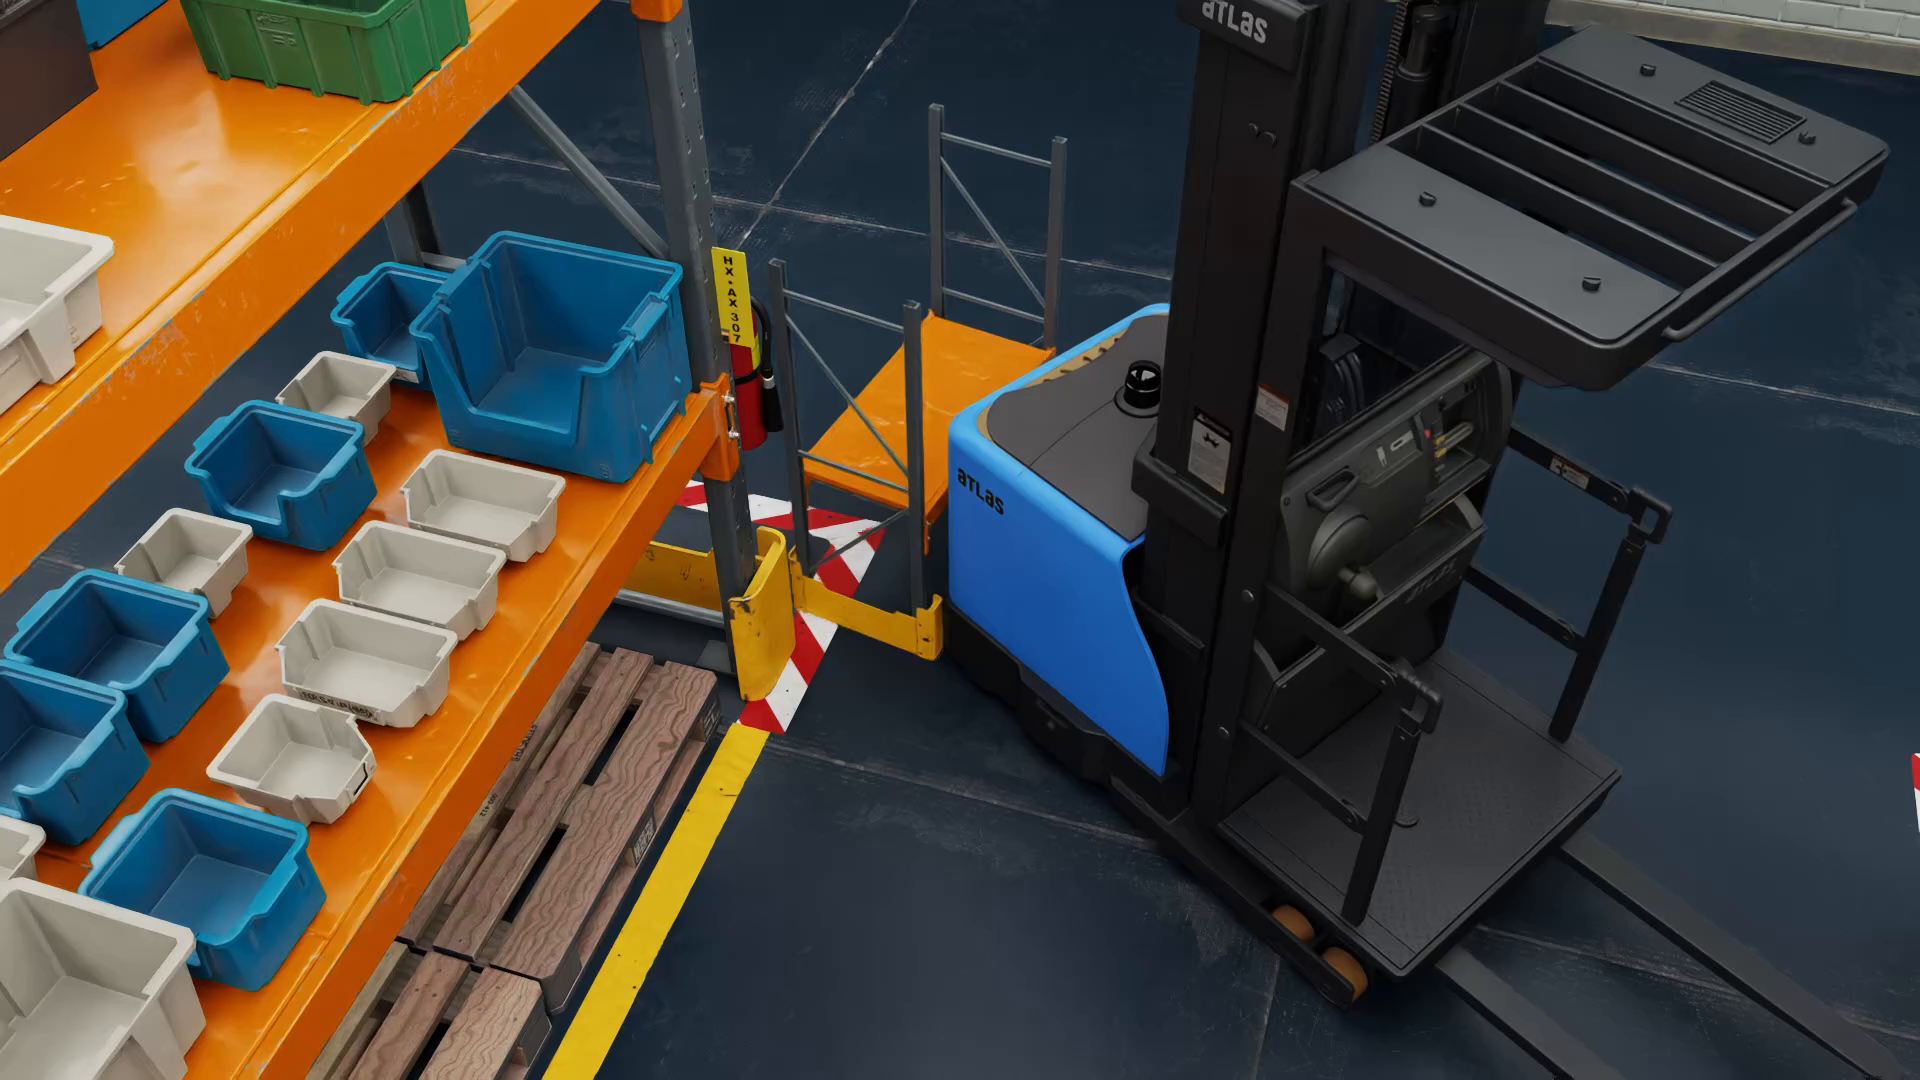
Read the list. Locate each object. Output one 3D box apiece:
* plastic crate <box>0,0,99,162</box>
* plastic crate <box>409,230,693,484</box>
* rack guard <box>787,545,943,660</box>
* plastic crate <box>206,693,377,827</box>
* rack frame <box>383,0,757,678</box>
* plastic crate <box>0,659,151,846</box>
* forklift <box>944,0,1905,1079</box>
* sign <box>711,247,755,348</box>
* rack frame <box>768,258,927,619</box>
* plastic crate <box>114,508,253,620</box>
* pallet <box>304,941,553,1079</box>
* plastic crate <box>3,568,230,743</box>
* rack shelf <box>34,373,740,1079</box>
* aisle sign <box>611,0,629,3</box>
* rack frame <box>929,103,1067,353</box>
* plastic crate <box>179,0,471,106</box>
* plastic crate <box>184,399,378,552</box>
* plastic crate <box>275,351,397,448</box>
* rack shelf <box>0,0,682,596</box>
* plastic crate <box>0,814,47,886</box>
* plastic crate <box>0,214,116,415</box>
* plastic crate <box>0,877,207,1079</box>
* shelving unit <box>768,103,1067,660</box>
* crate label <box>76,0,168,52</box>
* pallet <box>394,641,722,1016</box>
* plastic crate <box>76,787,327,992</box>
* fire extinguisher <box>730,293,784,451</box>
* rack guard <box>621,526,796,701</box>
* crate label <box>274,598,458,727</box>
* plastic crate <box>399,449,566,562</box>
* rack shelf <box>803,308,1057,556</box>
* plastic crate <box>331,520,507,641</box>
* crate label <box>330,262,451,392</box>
[{"bbox_3d":[-1.892,-0.818,2.841,0.504,0.338,0.767,13,46,13],"label":"plastic crate"},{"bbox_3d":[-1.091,-0.499,4.547,0.616,0.435,0.499,13,46,13],"label":"plastic crate"},{"bbox_3d":[-0.334,0.217,5.849,0.587,0.250,0.087,20,48,19],"label":"rack guard"},{"bbox_3d":[-1.476,0.509,3.731,0.298,0.136,0.250,13,46,13],"label":"plastic crate"},{"bbox_3d":[-1.167,-0.728,4.849,1.000,3.000,0.127,13,46,13],"label":"rack frame"},{"bbox_3d":[-2.045,0.483,3.689,0.416,0.233,0.300,13,46,13],"label":"plastic crate"},{"bbox_3d":[1.294,-0.099,4.255,1.130,2.935,3.031,-31,52,-28],"label":"forklift"},{"bbox_3d":[-0.638,-0.681,4.684,0.100,0.325,0.005,13,46,13],"label":"sign"},{"bbox_3d":[-0.342,-0.218,5.400,0.500,1.500,0.032,20,48,19],"label":"rack frame"},{"bbox_3d":[-1.937,0.088,4.161,0.250,0.136,0.298,13,46,13],"label":"plastic crate"},{"bbox_3d":[-1.825,1.621,4.443,1.003,0.211,1.213,13,46,13],"label":"pallet"},{"bbox_3d":[-1.954,0.283,3.893,0.416,0.233,0.300,13,46,13],"label":"plastic crate"},{"bbox_3d":[-1.773,0.862,3.739,1.077,0.370,4.000,13,46,13],"label":"rack shelf"},{"bbox_3d":[-0.866,-1.643,3.926,0.394,0.787,0.004,13,46,13],"label":"aisle sign"},{"bbox_3d":[0.123,-0.850,6.046,0.500,1.500,0.032,20,48,19],"label":"rack frame"},{"bbox_3d":[-1.194,-1.006,3.141,0.450,0.188,0.336,13,46,13],"label":"plastic crate"},{"bbox_3d":[-1.755,-0.156,4.342,0.416,0.233,0.300,13,46,13],"label":"plastic crate"},{"bbox_3d":[-1.732,-0.364,4.623,0.250,0.136,0.298,13,46,13],"label":"plastic crate"},{"bbox_3d":[-1.773,-0.210,2.689,1.077,0.370,4.000,13,46,13],"label":"rack shelf"},{"bbox_3d":[-2.138,0.787,3.447,0.293,0.136,0.466,13,46,13],"label":"plastic crate"},{"bbox_3d":[-1.556,-0.276,2.431,0.437,0.136,0.530,13,46,13],"label":"plastic crate"},{"bbox_3d":[-1.741,0.980,3.145,0.437,0.282,0.530,13,46,13],"label":"plastic crate"},{"bbox_3d":[-0.105,-0.539,5.729,0.587,1.500,1.083,20,48,19],"label":"shelving unit"},{"bbox_3d":[-1.755,-1.200,3.294,0.408,0.251,0.502,13,46,13],"label":"crate label"},{"bbox_3d":[-1.454,0.810,5.271,1.003,0.211,1.213,13,46,13],"label":"pallet"},{"bbox_3d":[-1.545,0.734,3.432,0.416,0.233,0.300,13,46,13],"label":"plastic crate"},{"bbox_3d":[-0.688,-0.571,5.011,0.296,0.674,0.183,13,46,13],"label":"fire extinguisher"},{"bbox_3d":[-1.172,0.147,5.743,1.175,0.500,0.348,13,46,13],"label":"rack guard"},{"bbox_3d":[-1.404,0.308,3.937,0.396,0.136,0.243,13,46,13],"label":"crate label"},{"bbox_3d":[-1.242,-0.073,4.326,0.396,0.136,0.243,13,46,13],"label":"plastic crate"},{"bbox_3d":[-0.110,-0.405,5.849,0.538,0.185,1.000,20,48,19],"label":"rack shelf"},{"bbox_3d":[-1.343,0.117,4.132,0.396,0.136,0.243,13,46,13],"label":"plastic crate"},{"bbox_3d":[-1.556,-0.595,4.790,0.416,0.233,0.303,13,46,13],"label":"crate label"}]
